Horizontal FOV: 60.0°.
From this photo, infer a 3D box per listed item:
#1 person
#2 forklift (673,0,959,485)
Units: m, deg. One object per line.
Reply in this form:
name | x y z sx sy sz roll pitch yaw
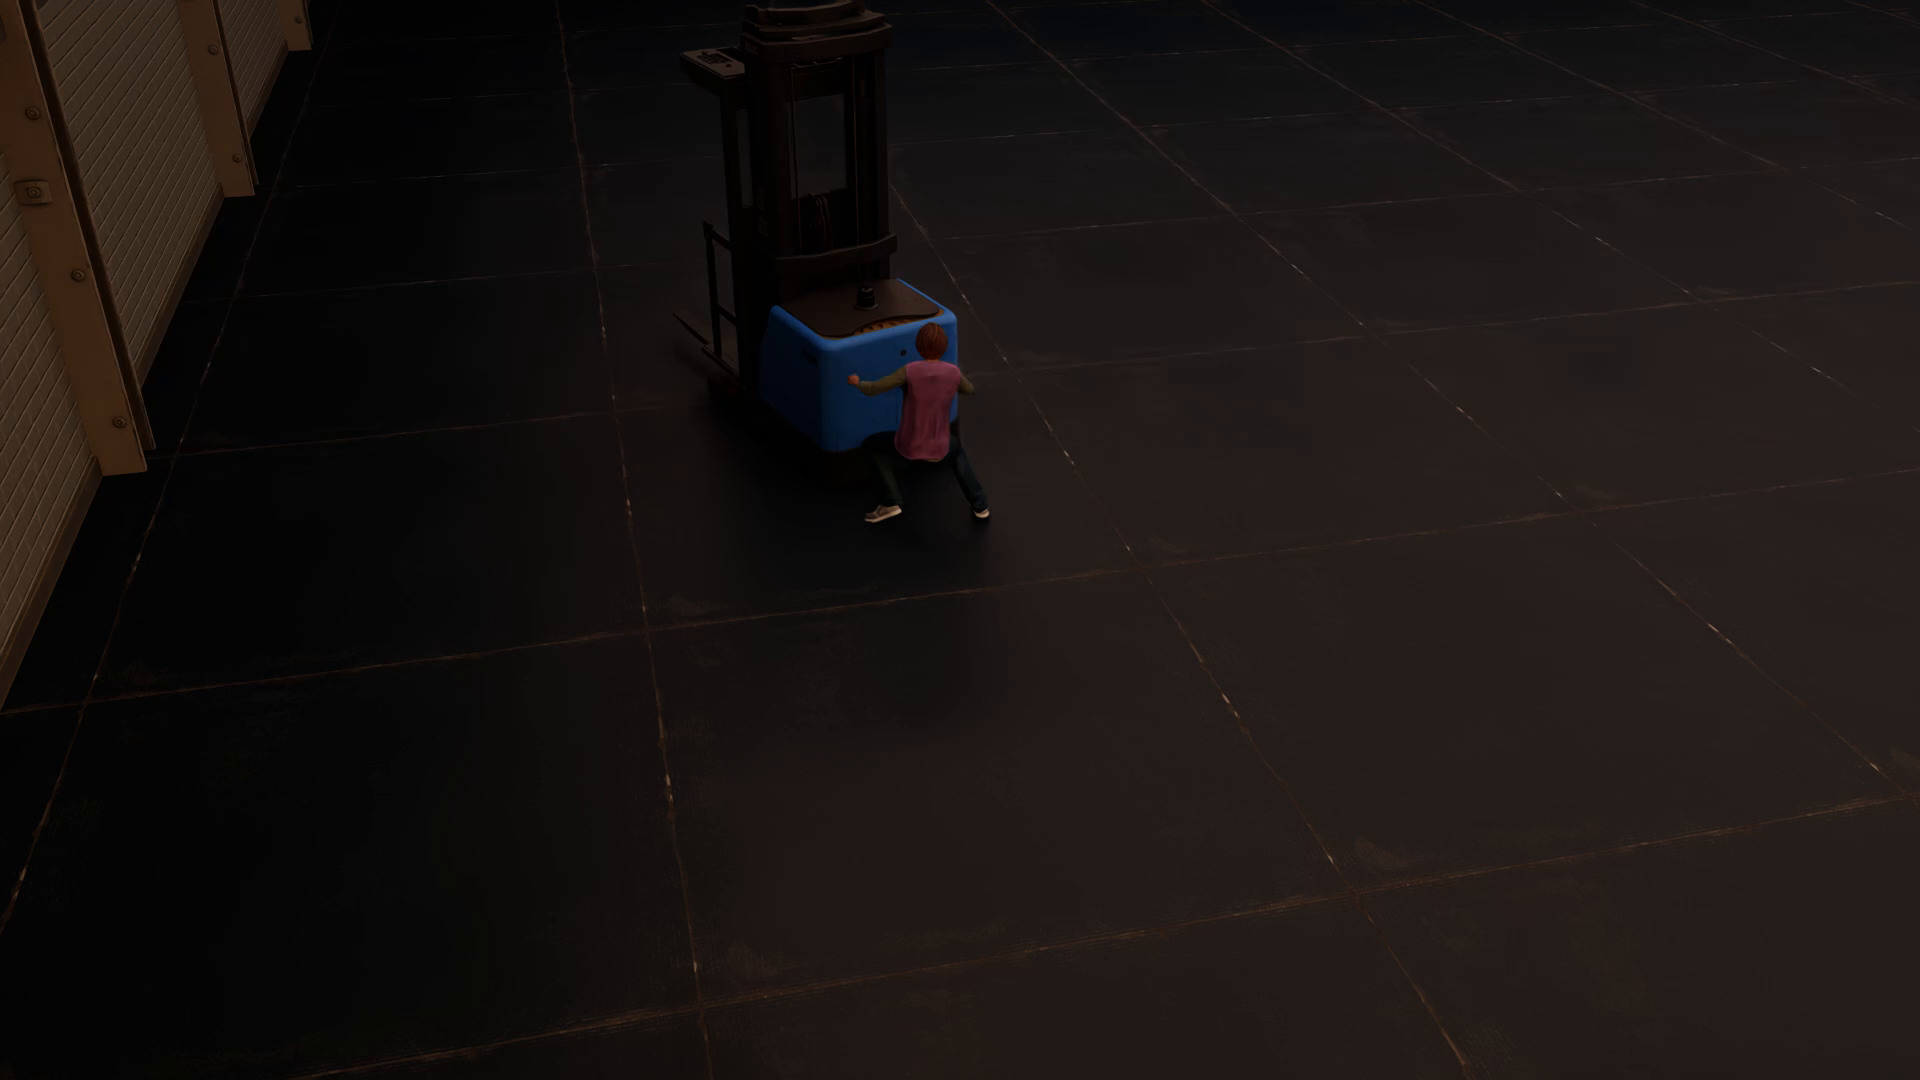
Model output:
person | -0.250 -0.738 10.381 0.878 1.389 0.674 -5 30 -9
forklift | -1.201 -2.329 11.598 1.130 2.935 3.031 -17 34 -27
